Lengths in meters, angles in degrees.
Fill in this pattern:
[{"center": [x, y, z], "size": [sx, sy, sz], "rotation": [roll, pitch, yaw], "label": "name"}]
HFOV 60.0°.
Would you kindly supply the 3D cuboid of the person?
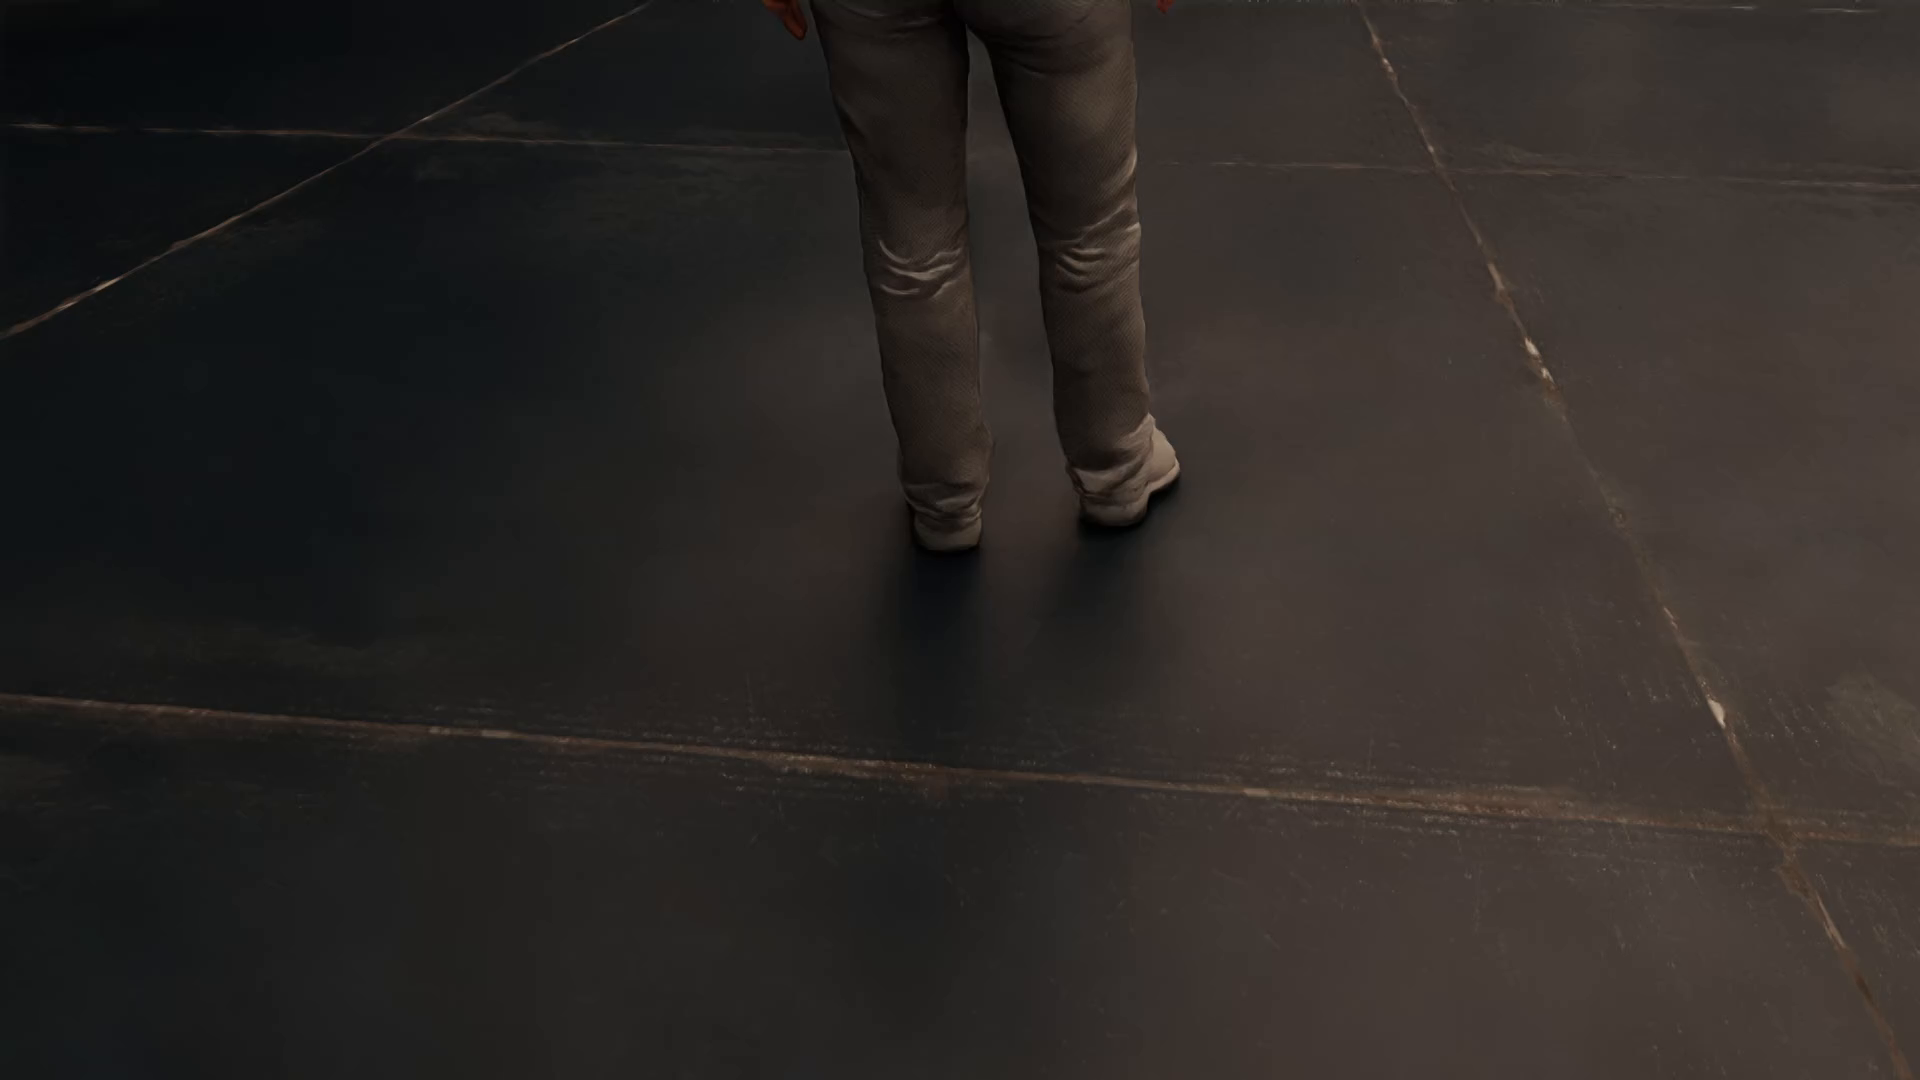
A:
[{"center": [0.016, -0.828, 2.155], "size": [0.632, 1.773, 0.567], "rotation": [3, 27, 7], "label": "person"}]
